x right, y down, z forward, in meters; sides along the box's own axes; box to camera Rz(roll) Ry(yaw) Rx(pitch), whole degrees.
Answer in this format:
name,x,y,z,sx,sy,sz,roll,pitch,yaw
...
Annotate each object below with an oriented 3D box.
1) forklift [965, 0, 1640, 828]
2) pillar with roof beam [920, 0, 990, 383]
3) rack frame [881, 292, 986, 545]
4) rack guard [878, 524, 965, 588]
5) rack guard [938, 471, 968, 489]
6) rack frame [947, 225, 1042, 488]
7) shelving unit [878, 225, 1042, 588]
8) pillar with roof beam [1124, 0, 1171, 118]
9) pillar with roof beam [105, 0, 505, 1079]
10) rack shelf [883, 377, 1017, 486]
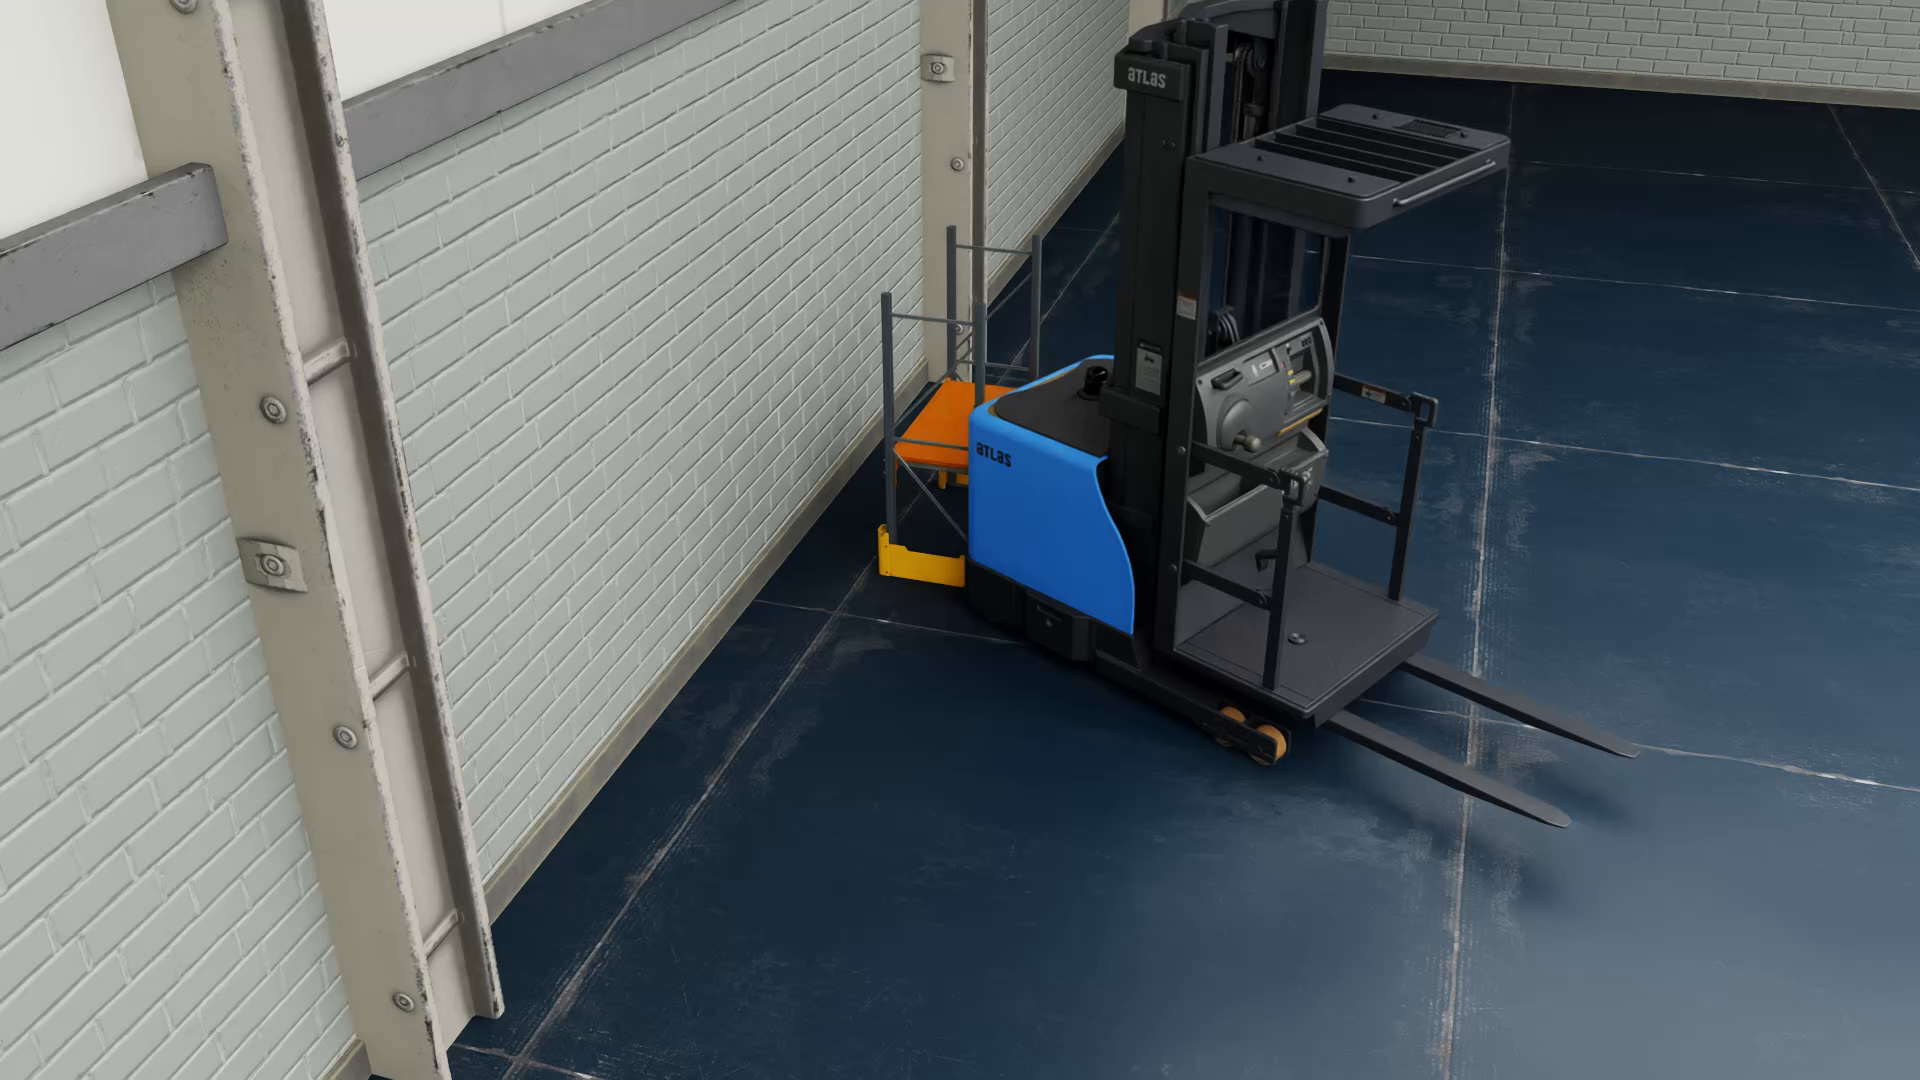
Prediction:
name,x,y,z,sx,sy,sz,roll,pitch,yaw
forklift,1.436,-0.616,6.843,3.031,2.935,1.130,25,38,37
pillar with roof beam,4.085,-4.401,7.405,9.100,9.000,0.400,8,30,15
rack frame,-0.124,-0.459,8.032,0.500,1.500,0.032,8,30,15
rack guard,-0.124,0.087,8.337,0.587,0.250,0.087,8,30,15
rack guard,0.169,-0.376,9.169,0.587,0.250,0.087,8,30,15
rack frame,0.174,-0.931,8.881,0.500,1.500,0.032,8,30,15
shelving unit,0.022,-0.691,8.449,0.587,1.500,1.083,8,30,15
pillar with roof beam,5.846,-7.190,12.418,9.100,9.000,0.400,8,30,15
pillar with roof beam,2.324,-1.613,2.393,9.100,9.000,0.400,8,30,15
rack shelf,0.025,-0.538,8.544,0.538,0.185,1.000,8,30,15
